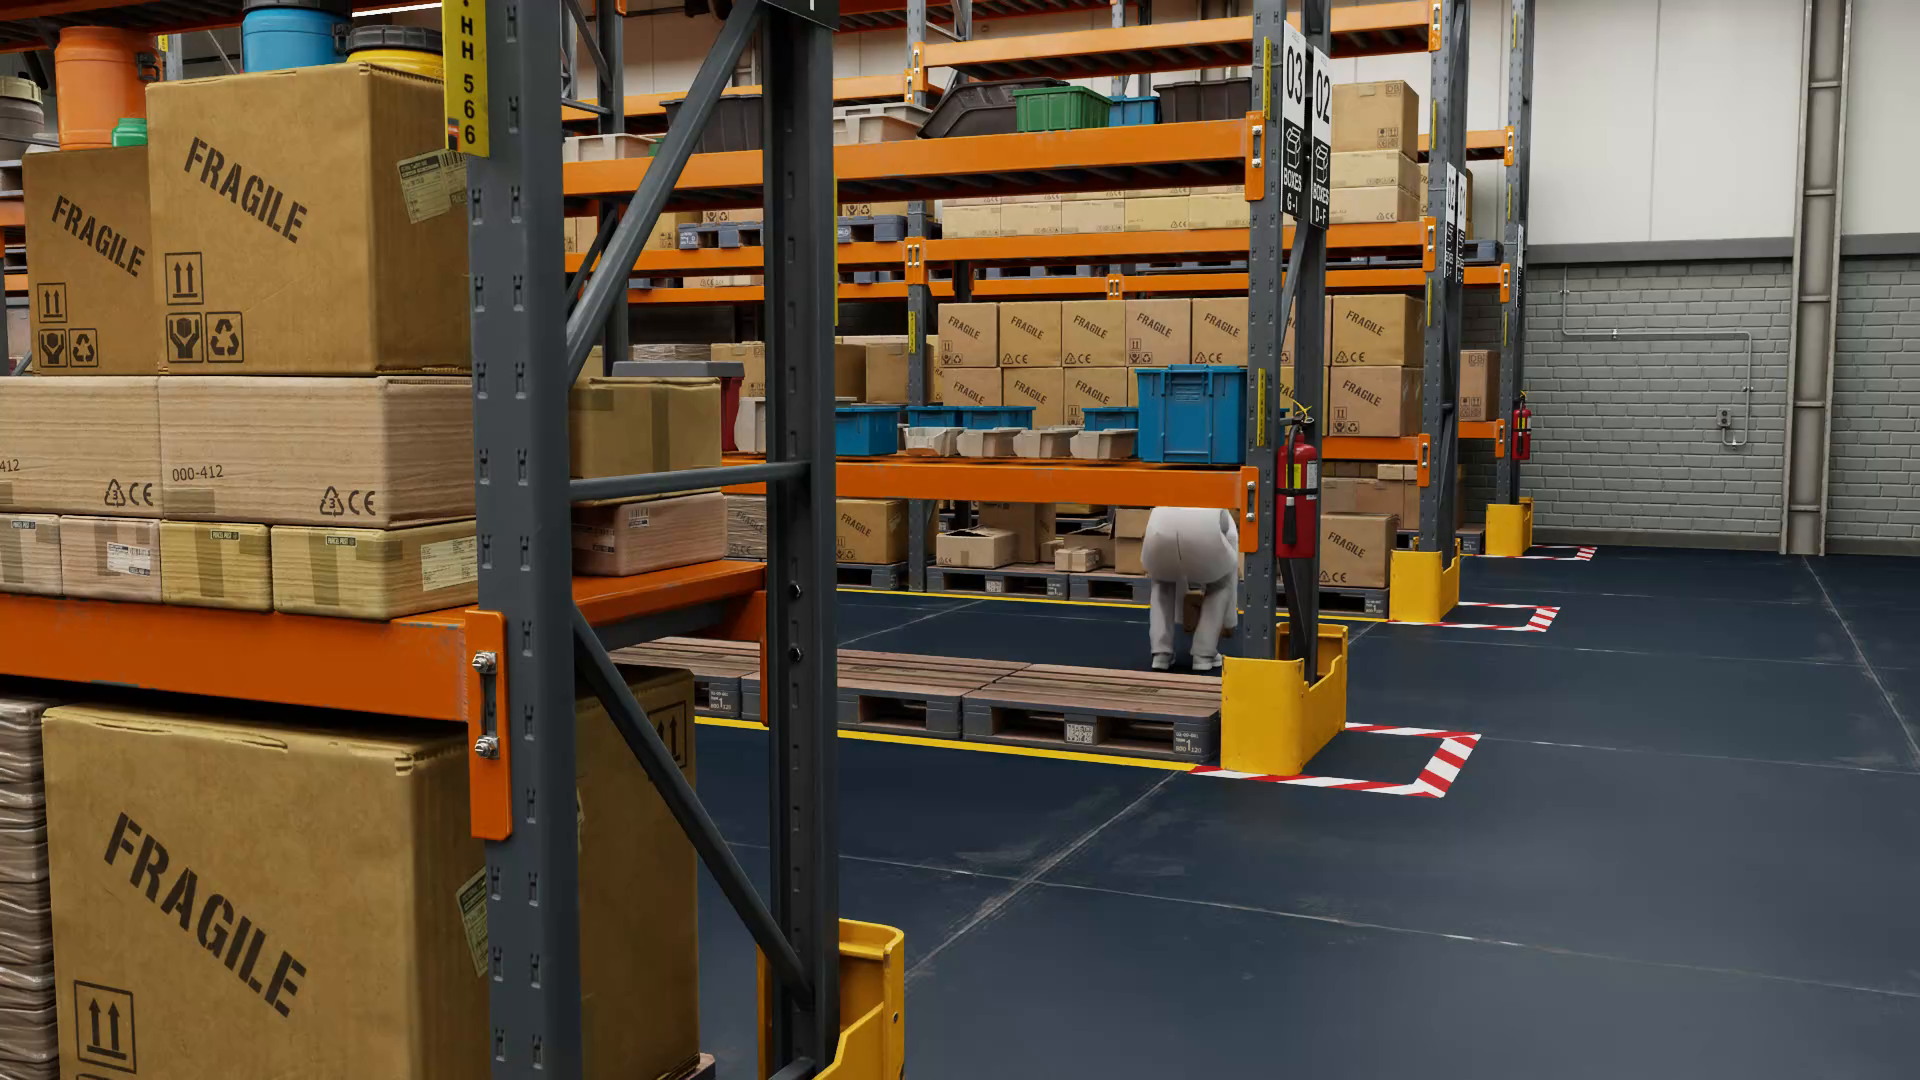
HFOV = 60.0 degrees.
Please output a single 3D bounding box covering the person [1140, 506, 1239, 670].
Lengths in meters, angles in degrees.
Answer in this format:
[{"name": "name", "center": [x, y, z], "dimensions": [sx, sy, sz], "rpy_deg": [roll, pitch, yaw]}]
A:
[{"name": "person", "center": [1.408, 0.213, 9.979], "dimensions": [0.580, 1.065, 0.947], "rpy_deg": [2, 6, 21]}]
